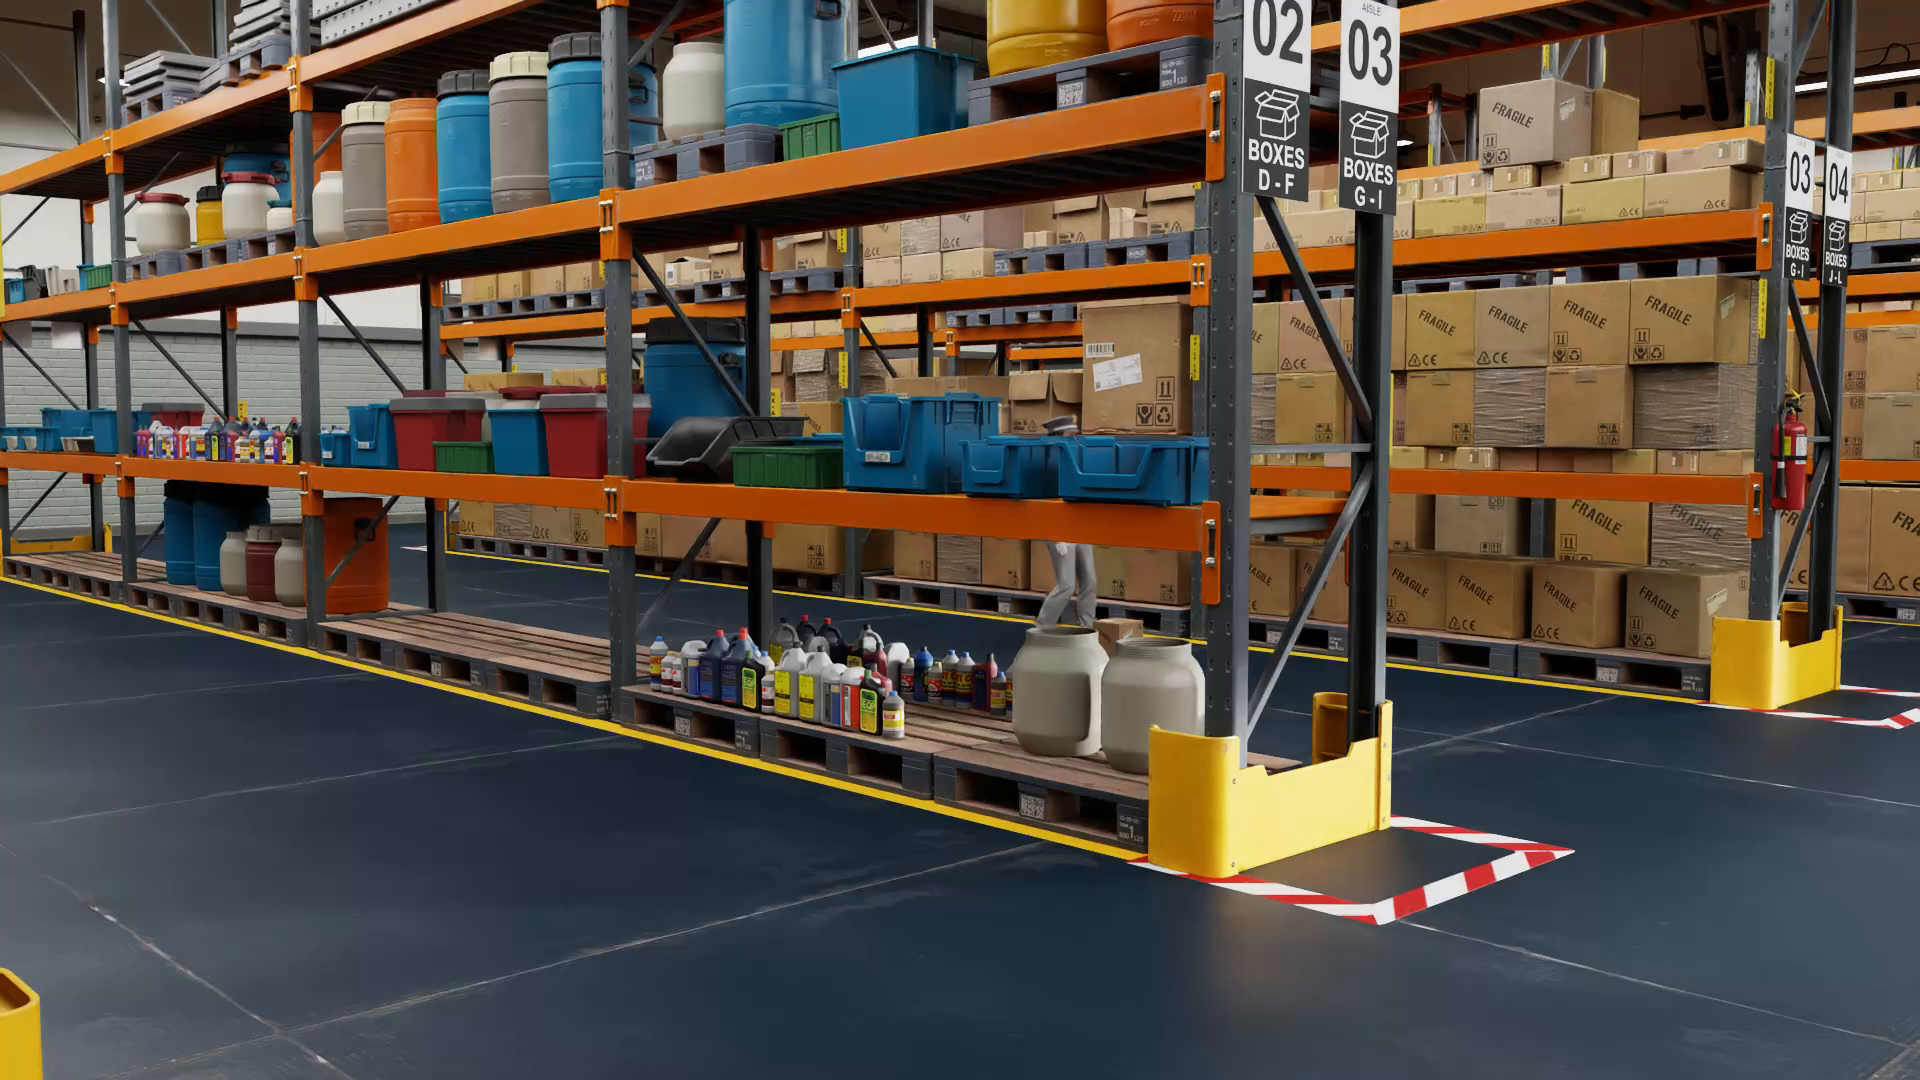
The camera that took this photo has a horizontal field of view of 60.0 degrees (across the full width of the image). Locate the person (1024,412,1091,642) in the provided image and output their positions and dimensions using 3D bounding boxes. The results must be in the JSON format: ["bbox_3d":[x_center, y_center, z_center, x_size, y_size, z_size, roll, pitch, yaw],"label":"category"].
[{"bbox_3d":[0.791,-0.052,11.714,0.521,1.693,0.505,3,5,37],"label":"person"}]
